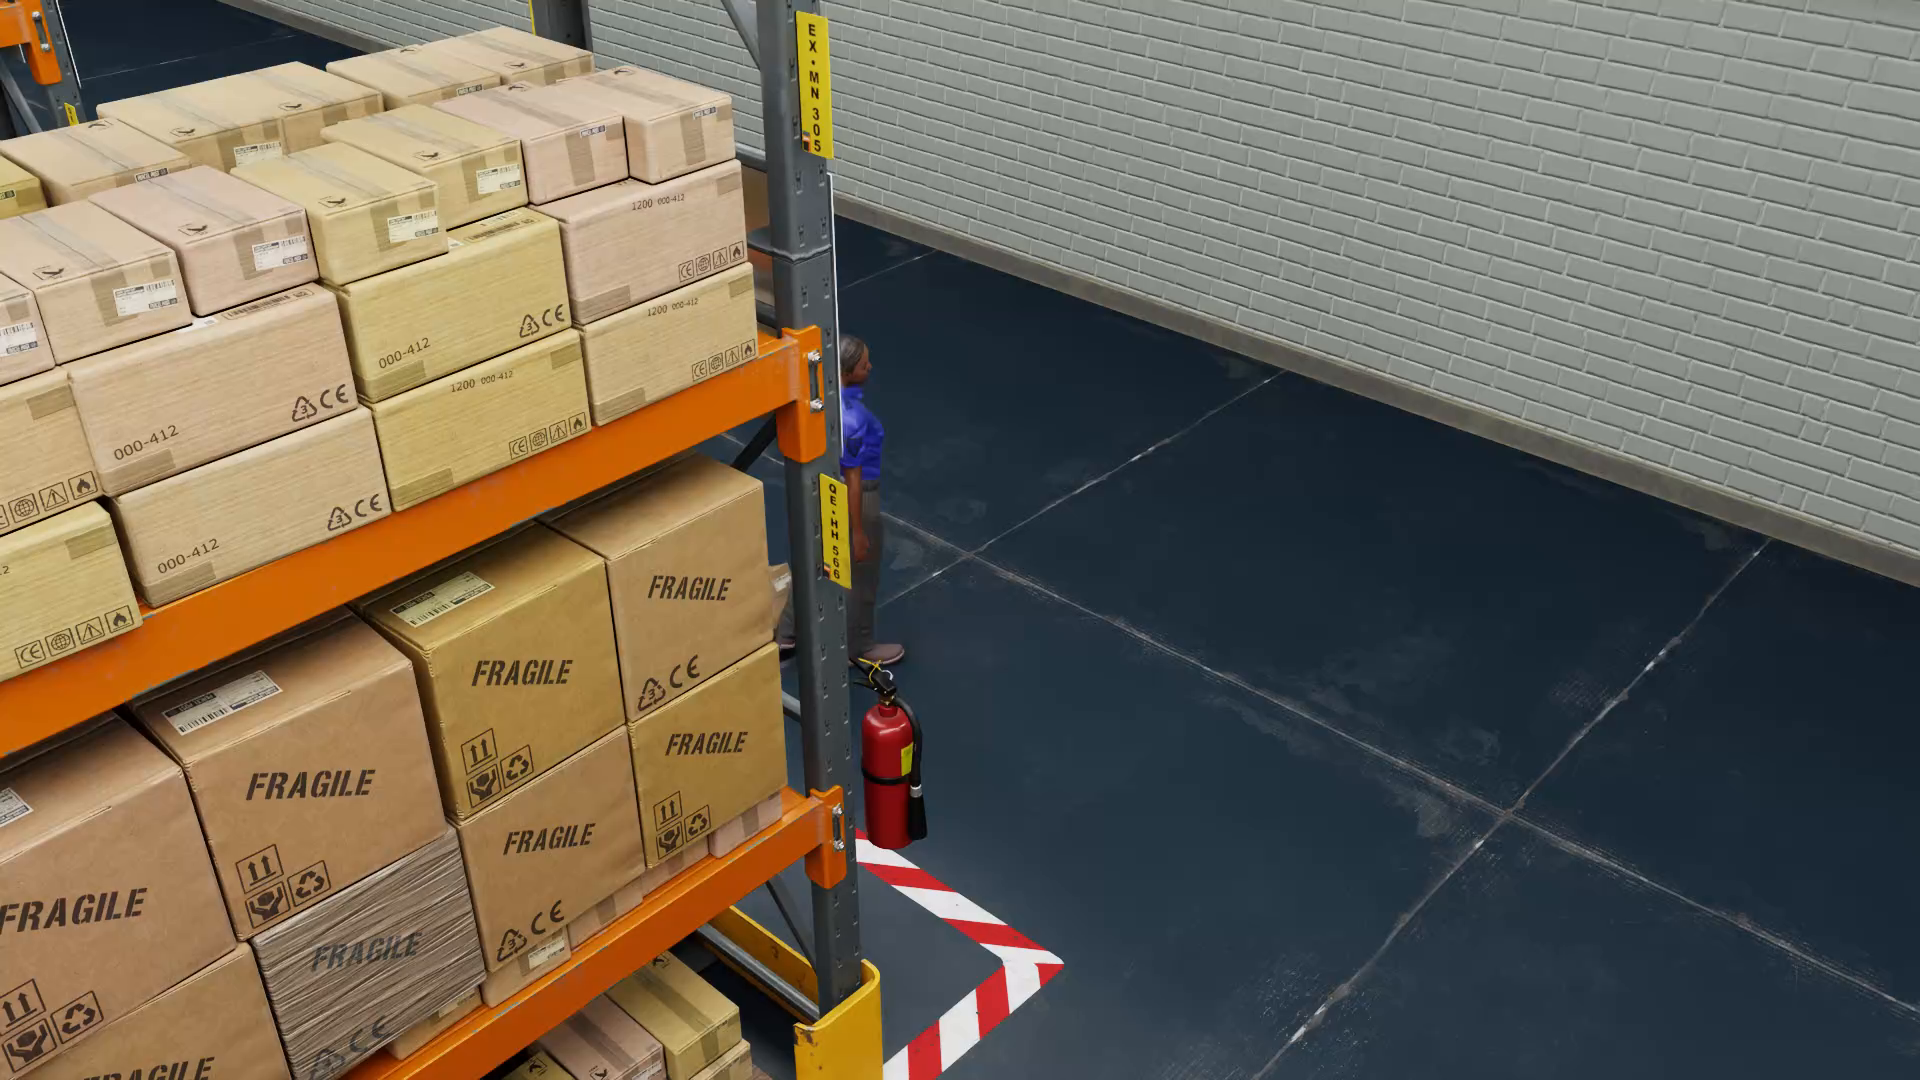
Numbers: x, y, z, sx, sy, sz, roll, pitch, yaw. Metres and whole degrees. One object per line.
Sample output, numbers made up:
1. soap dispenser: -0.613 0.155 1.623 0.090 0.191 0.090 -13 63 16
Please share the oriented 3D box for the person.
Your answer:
1. person: -0.579 -0.176 7.422 0.522 1.648 0.662 -17 35 -26
